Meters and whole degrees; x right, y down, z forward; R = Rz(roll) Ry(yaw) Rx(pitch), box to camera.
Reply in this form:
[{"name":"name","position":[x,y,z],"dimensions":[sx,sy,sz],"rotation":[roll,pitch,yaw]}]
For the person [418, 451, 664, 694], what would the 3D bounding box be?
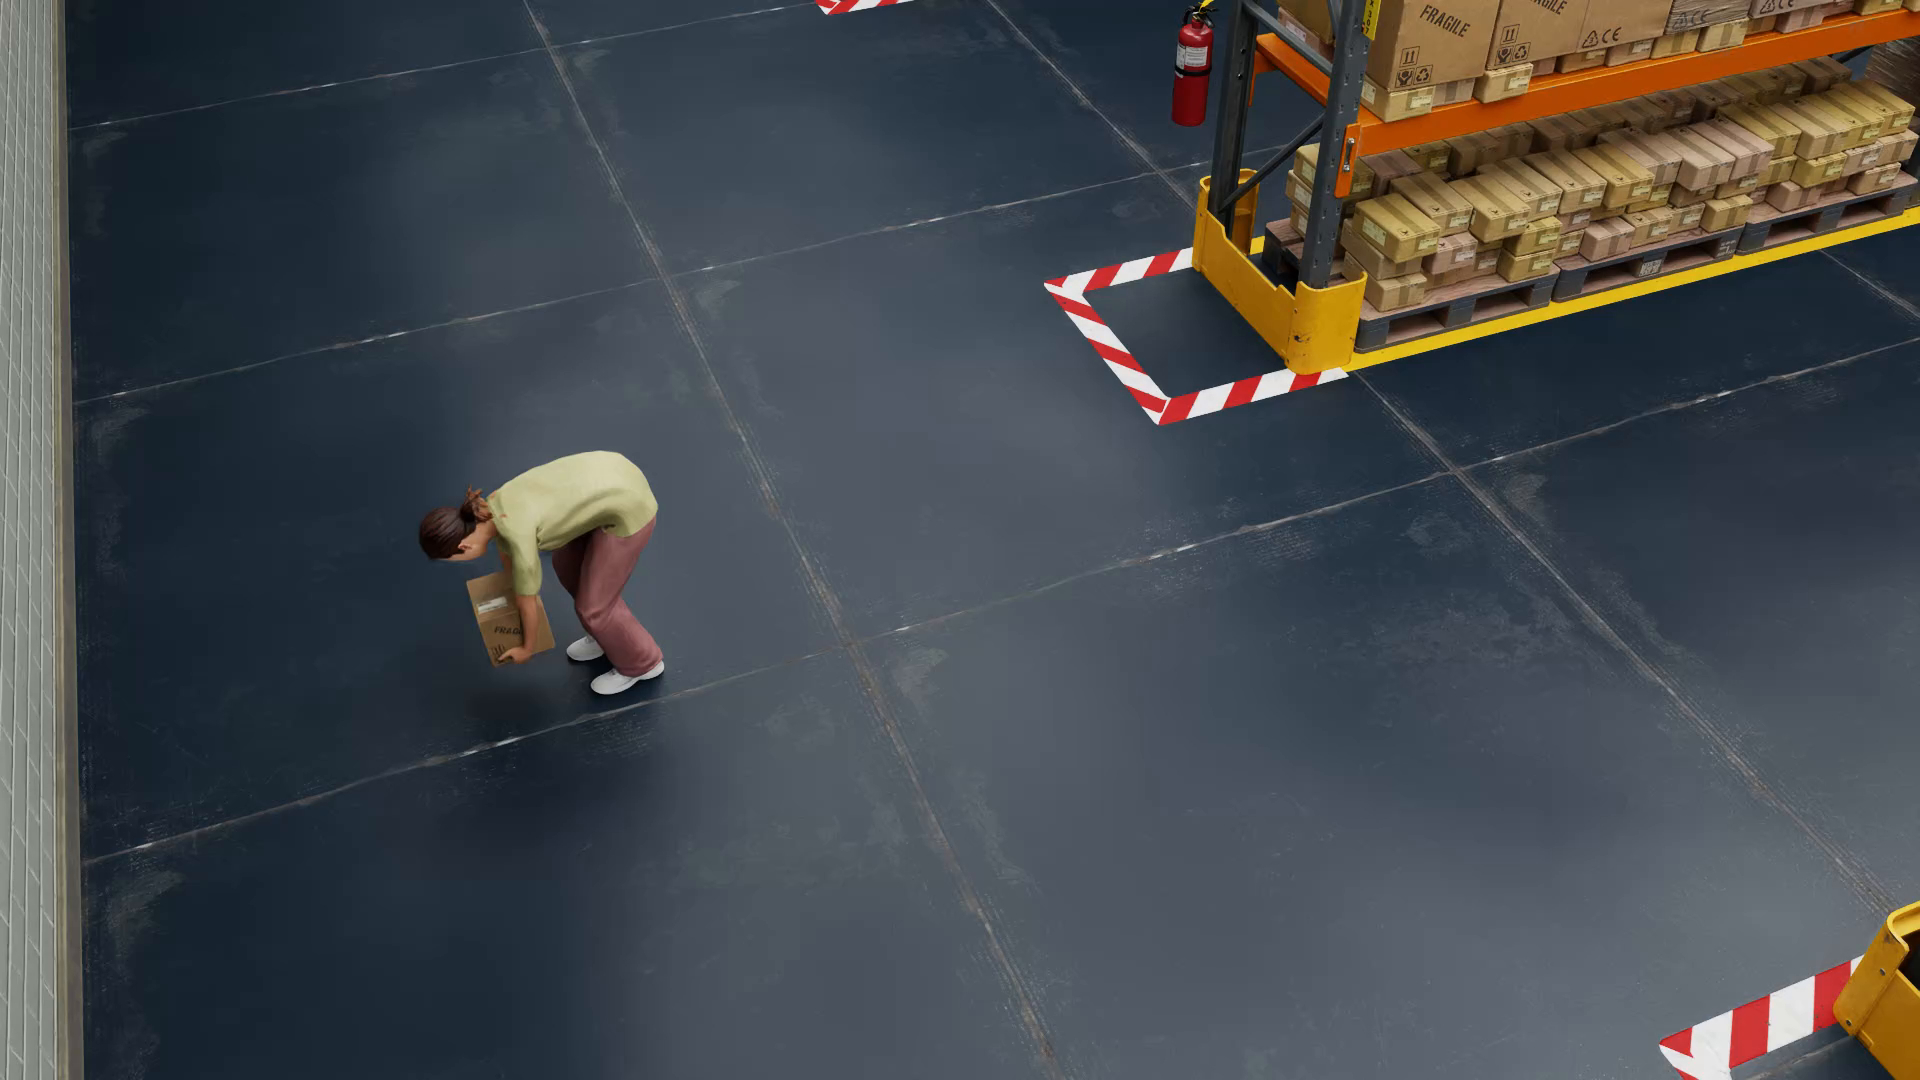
[{"name":"person","position":[-1.574,0.168,6.442],"dimensions":[0.872,1.051,0.428],"rotation":[-17,45,-18]}]
